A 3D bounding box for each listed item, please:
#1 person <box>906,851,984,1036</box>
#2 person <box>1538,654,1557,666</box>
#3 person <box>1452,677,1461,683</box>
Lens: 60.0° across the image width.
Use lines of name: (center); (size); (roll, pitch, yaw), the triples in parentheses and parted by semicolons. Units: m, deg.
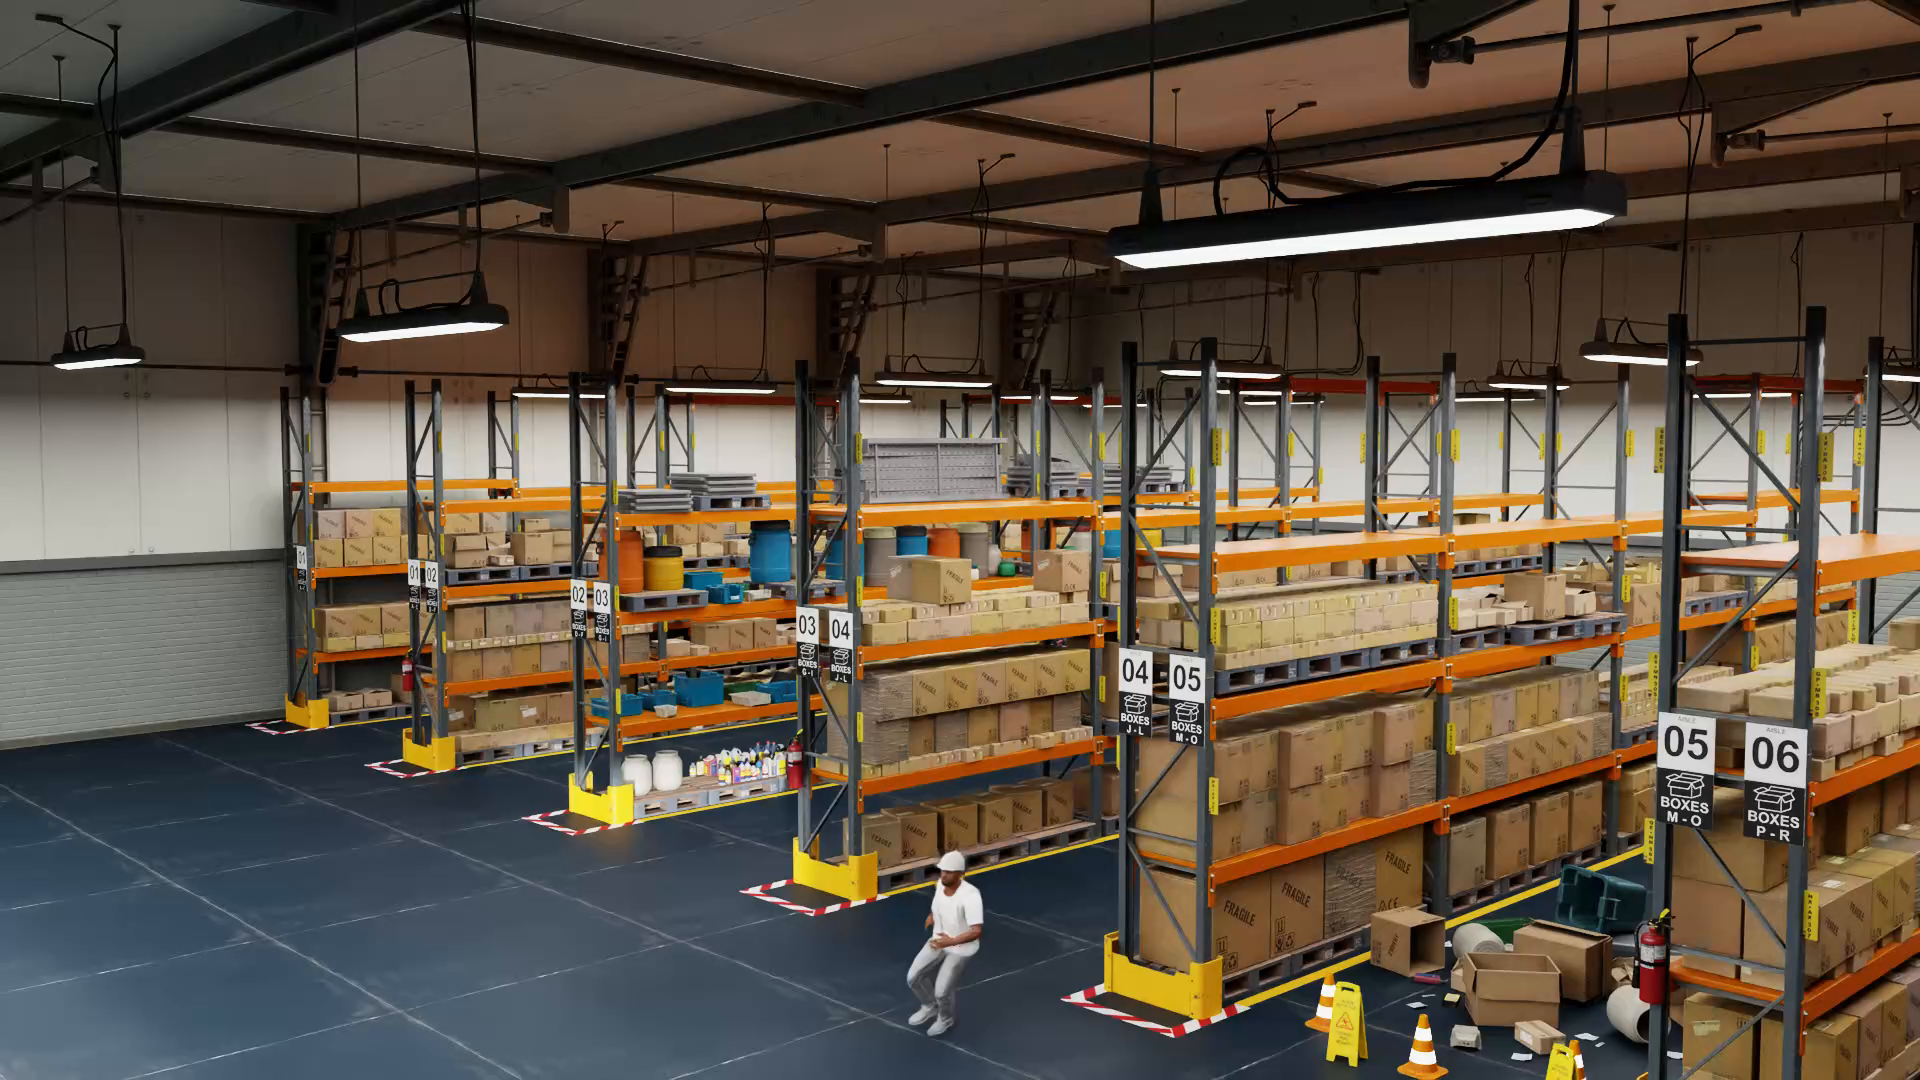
person: (-0.084, 3.443, 14.119); (0.796, 1.667, 0.585); (3, 5, 37)
person: (11.283, 2.261, 32.483); (0.712, 1.702, 0.584); (1, 4, 16)
person: (7.764, 2.812, 25.447); (0.877, 1.480, 0.632); (-2, 4, -27)
